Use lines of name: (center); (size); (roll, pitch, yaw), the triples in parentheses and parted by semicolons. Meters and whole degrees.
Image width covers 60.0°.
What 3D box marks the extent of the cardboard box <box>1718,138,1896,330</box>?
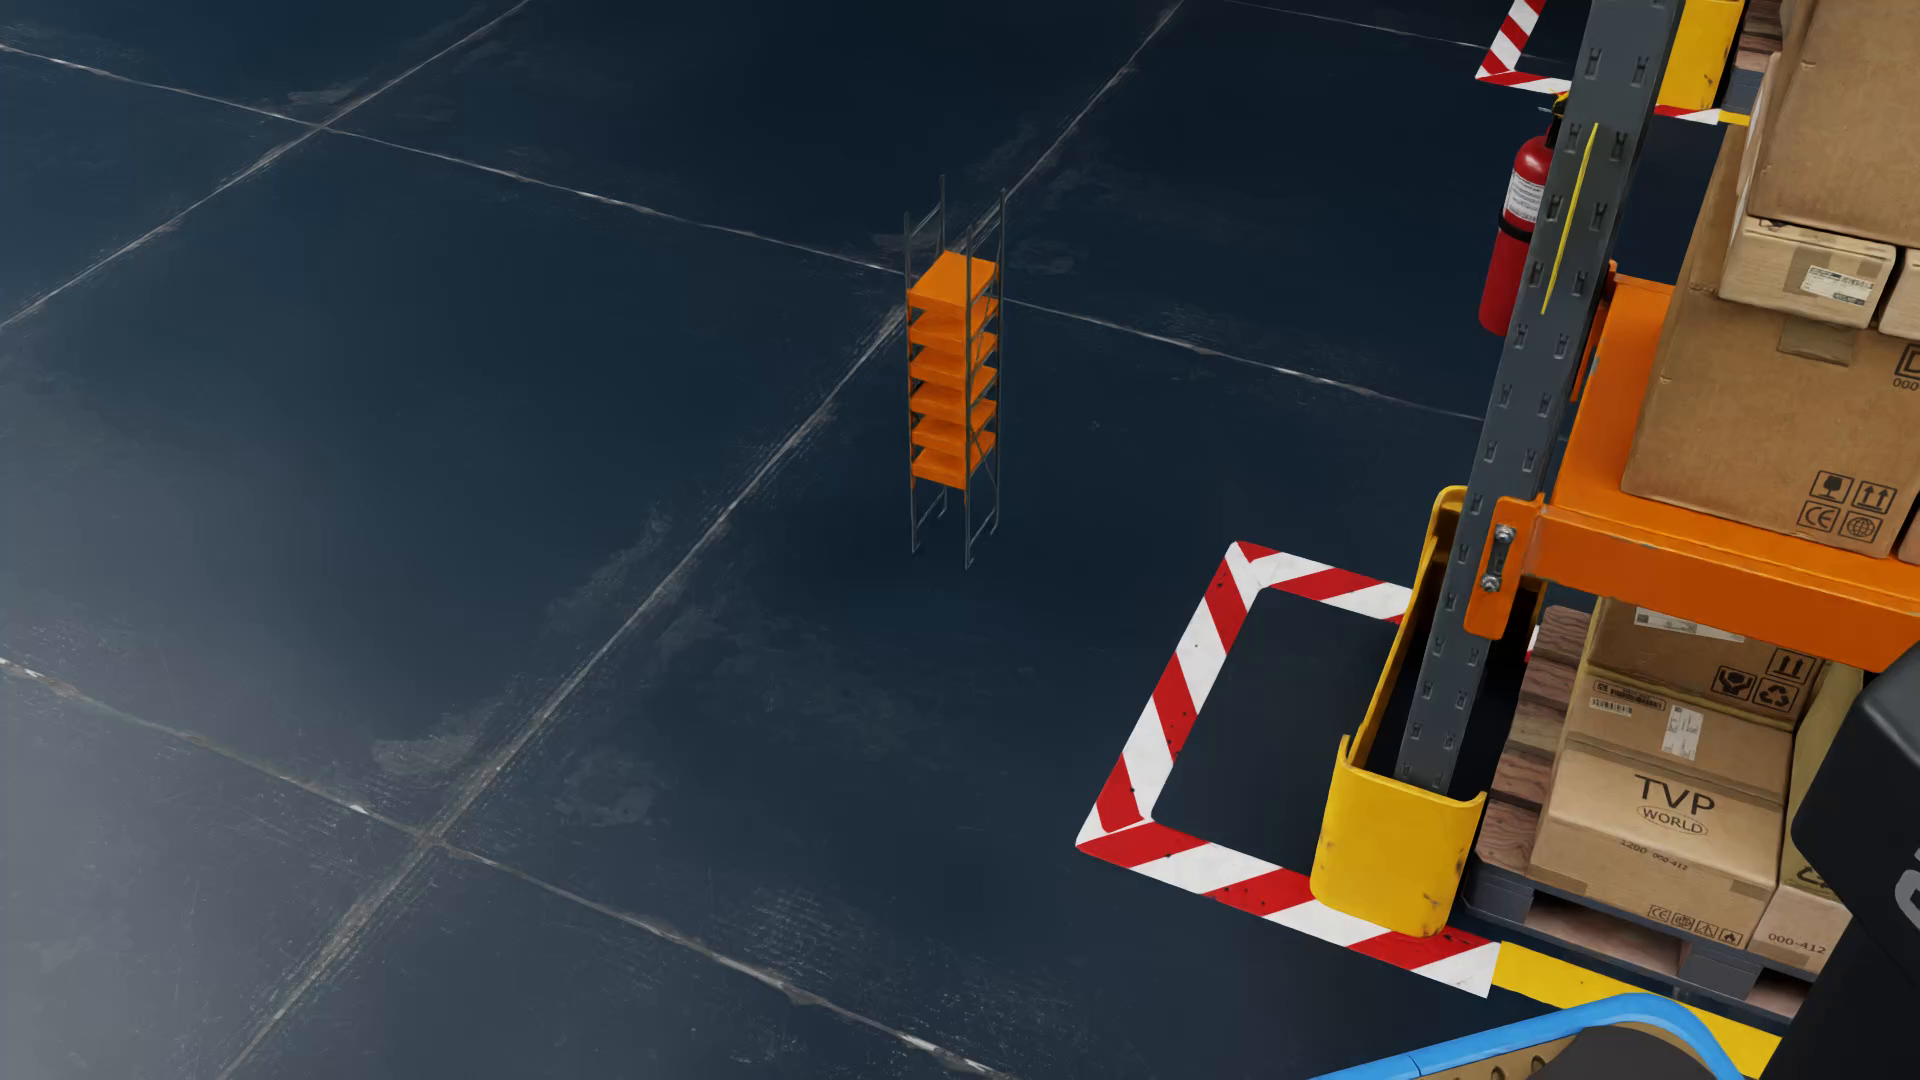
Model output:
cardboard box: (1.557, -0.568, 3.044); (0.250, 0.149, 0.380); (17, 44, 18)

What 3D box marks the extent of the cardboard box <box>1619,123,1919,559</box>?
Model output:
cardboard box: (1.710, -0.423, 3.371); (0.500, 0.500, 0.700); (17, 44, 19)

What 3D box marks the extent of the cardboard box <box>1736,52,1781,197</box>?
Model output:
cardboard box: (1.719, -0.812, 3.325); (0.250, 0.149, 0.380); (16, 44, 18)

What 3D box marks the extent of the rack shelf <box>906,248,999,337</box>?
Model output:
rack shelf: (-0.013, -0.696, 4.655); (0.180, 0.103, 0.258); (17, 44, 19)

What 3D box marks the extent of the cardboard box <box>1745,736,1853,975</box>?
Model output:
cardboard box: (2.139, 0.776, 3.844); (0.500, 0.250, 0.500); (17, 44, 19)

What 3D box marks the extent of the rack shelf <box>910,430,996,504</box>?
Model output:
rack shelf: (-0.013, -0.242, 5.048); (0.180, 0.103, 0.258); (17, 44, 19)

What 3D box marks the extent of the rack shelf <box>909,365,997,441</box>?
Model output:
rack shelf: (-0.013, -0.424, 4.891); (0.180, 0.103, 0.258); (17, 44, 19)

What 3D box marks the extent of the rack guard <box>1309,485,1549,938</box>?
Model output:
rack guard: (1.271, 0.416, 4.388); (0.348, 0.500, 1.175); (17, 44, 19)

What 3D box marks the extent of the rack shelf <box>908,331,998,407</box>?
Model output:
rack shelf: (-0.013, -0.514, 4.812); (0.180, 0.103, 0.258); (17, 44, 19)

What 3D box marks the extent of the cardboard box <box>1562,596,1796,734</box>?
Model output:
cardboard box: (1.903, 0.332, 4.356); (0.500, 0.250, 0.500); (17, 44, 19)

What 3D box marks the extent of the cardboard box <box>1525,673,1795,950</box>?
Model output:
cardboard box: (1.684, 0.639, 4.001); (0.500, 0.250, 0.500); (17, 44, 19)

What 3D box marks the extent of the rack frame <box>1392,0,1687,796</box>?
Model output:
rack frame: (1.292, -0.522, 3.562); (0.127, 3.000, 1.000); (17, 44, 19)

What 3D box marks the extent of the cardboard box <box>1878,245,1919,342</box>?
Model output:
cardboard box: (1.797, -0.497, 2.961); (0.250, 0.149, 0.380); (16, 43, 18)

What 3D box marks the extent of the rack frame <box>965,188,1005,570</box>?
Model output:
rack frame: (0.070, -0.432, 4.832); (0.006, 1.200, 0.240); (17, 44, 19)

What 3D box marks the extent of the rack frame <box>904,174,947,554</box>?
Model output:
rack frame: (-0.096, -0.483, 4.891); (0.006, 1.200, 0.240); (17, 44, 19)

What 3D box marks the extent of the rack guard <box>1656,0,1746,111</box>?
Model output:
rack guard: (3.452, -2.497, 7.749); (0.348, 0.500, 1.175); (17, 44, 19)

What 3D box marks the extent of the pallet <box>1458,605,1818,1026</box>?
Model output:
pallet: (2.003, 0.719, 4.259); (1.213, 0.211, 1.003); (17, 44, 19)

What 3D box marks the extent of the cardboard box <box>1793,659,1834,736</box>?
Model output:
cardboard box: (2.362, 0.463, 4.204); (0.500, 0.250, 0.500); (17, 44, 19)

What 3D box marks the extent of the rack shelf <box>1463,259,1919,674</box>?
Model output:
rack shelf: (3.105, 0.304, 3.158); (4.000, 0.370, 1.077); (17, 44, 19)

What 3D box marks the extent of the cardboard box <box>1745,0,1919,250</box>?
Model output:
cardboard box: (1.758, -0.898, 2.929); (0.500, 0.500, 0.700); (17, 44, 19)

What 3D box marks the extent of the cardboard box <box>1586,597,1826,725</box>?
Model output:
cardboard box: (1.904, 0.047, 4.111); (0.500, 0.500, 0.500); (17, 44, 19)

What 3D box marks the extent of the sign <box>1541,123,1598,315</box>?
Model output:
sign: (1.052, -0.551, 2.874); (0.005, 0.325, 0.100); (17, 44, 19)

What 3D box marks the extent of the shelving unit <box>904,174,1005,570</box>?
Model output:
shelving unit: (-0.013, -0.457, 4.862); (0.189, 1.200, 0.258); (17, 44, 19)

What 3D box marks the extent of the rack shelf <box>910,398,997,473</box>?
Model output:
rack shelf: (-0.013, -0.333, 4.969); (0.180, 0.103, 0.258); (17, 44, 19)

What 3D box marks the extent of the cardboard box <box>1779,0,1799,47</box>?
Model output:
cardboard box: (3.973, -2.368, 7.409); (0.500, 0.311, 0.500); (12, 42, 14)

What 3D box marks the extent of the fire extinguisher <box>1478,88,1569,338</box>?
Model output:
fire extinguisher: (1.382, -0.801, 3.943); (0.183, 0.674, 0.296); (17, 44, 19)

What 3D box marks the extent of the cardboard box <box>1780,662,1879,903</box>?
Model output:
cardboard box: (2.138, 0.493, 3.597); (0.500, 0.500, 0.500); (17, 44, 19)

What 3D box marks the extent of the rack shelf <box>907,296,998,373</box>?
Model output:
rack shelf: (-0.013, -0.605, 4.734); (0.180, 0.103, 0.258); (17, 44, 19)

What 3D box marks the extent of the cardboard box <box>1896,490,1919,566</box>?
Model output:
cardboard box: (2.188, -0.280, 3.206); (0.500, 0.500, 0.700); (18, 44, 20)

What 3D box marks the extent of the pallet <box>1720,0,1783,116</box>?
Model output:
pallet: (4.174, -2.142, 7.560); (1.213, 0.211, 1.003); (17, 44, 19)
